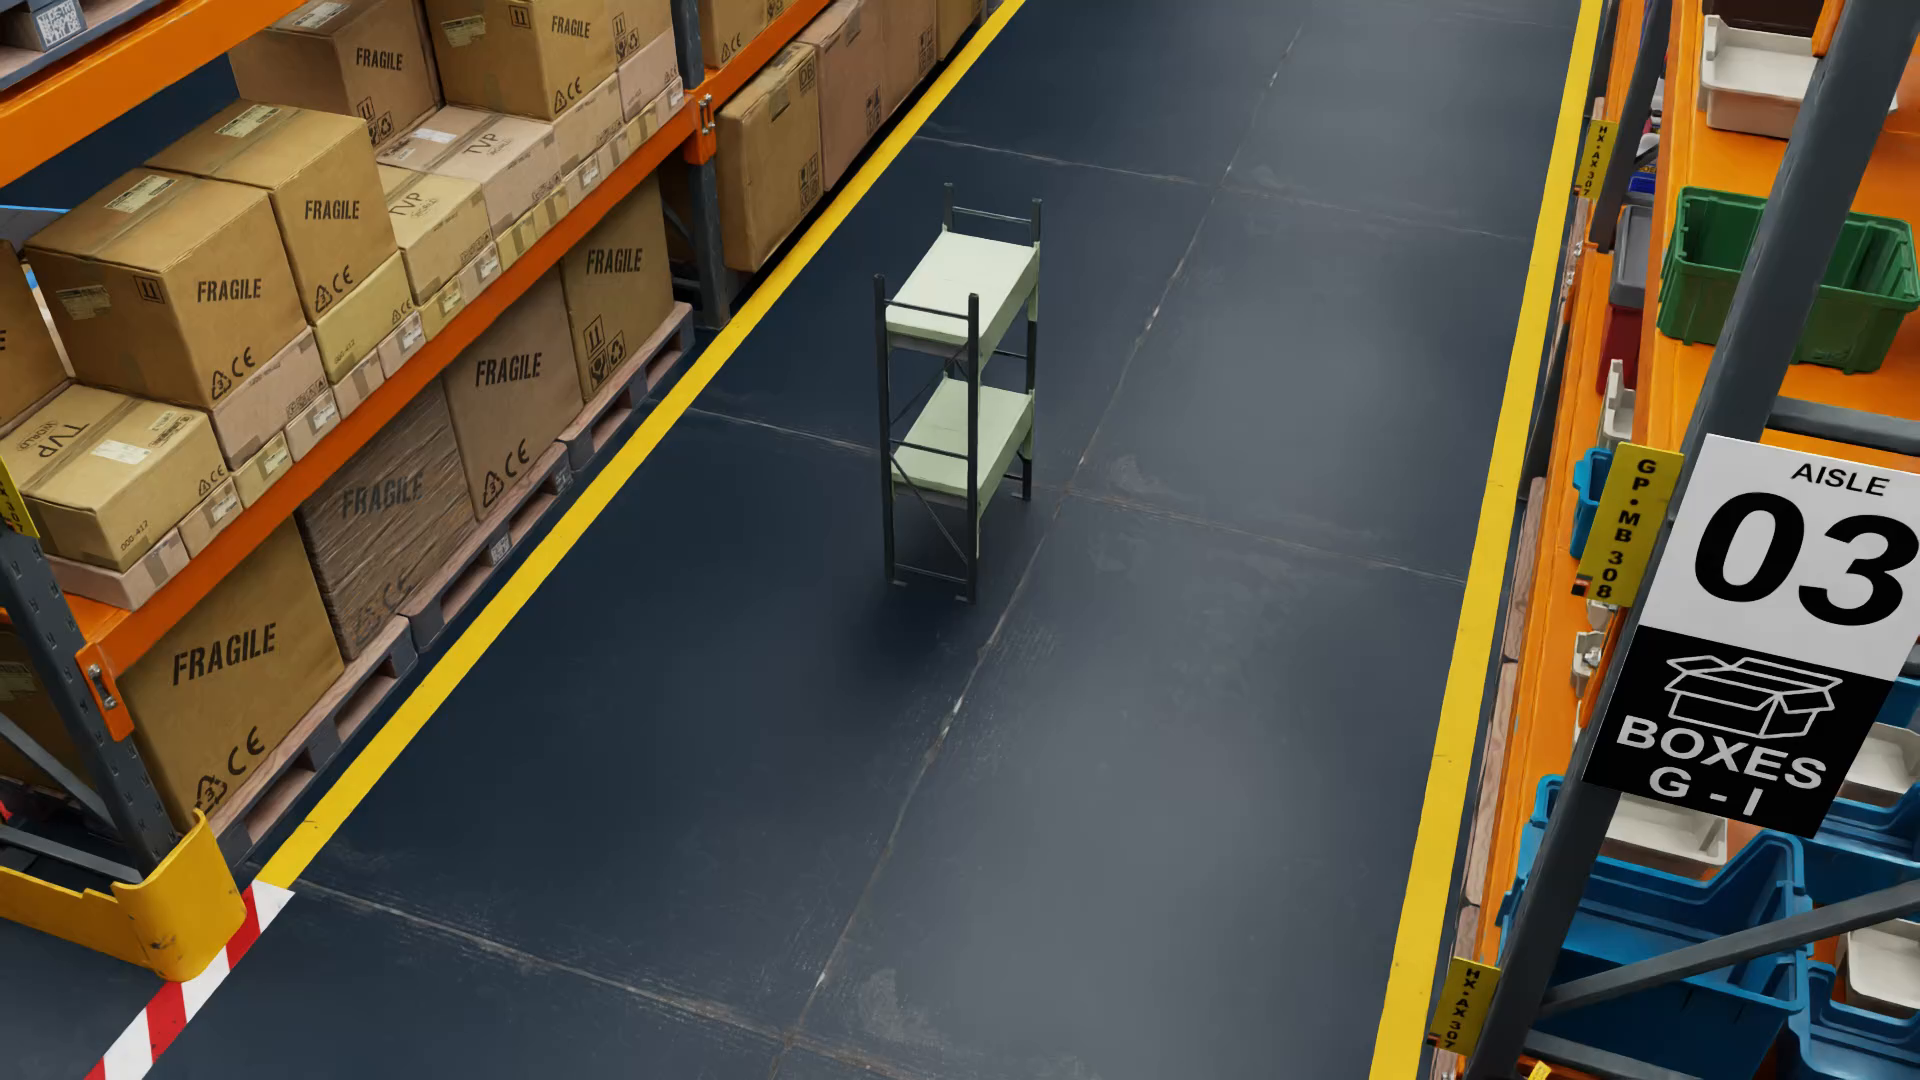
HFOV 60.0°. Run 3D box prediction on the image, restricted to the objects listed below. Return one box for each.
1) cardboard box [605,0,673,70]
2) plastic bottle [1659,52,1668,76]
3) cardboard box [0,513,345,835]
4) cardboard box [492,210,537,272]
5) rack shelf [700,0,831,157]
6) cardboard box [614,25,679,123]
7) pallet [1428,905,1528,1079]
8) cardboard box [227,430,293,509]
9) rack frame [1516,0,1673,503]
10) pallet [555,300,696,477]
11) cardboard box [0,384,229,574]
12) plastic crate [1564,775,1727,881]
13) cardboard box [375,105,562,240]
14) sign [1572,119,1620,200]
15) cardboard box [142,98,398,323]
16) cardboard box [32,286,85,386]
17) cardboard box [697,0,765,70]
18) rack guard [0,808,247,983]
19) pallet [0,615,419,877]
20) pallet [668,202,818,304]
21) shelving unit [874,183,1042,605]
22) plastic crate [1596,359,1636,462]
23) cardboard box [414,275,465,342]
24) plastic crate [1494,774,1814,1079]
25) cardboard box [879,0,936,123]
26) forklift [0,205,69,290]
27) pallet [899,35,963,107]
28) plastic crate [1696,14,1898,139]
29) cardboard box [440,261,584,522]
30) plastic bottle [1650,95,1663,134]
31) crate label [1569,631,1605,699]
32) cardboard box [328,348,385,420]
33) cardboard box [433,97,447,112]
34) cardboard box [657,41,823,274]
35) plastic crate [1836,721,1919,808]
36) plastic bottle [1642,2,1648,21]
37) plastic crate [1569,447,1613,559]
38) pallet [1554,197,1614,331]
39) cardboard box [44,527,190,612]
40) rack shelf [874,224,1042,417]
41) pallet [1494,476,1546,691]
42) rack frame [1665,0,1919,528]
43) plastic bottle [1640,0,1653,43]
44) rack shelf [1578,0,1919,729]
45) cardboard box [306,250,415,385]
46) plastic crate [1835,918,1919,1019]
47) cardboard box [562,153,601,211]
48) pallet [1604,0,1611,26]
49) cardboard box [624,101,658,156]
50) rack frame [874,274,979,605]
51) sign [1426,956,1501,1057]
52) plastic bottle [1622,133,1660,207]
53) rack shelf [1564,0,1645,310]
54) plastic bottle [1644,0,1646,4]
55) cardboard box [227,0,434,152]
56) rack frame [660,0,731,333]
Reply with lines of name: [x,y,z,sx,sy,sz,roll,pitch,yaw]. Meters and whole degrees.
cardboard box: [-1.577,-2.348,6.999,0.500,0.500,0.500,14,43,16]
plastic bottle: [3.054,-1.974,7.291,0.144,0.351,0.185,13,42,15]
cardboard box: [-2.895,0.334,5.861,0.875,0.875,0.875,13,42,15]
cardboard box: [-1.906,-1.208,6.548,0.380,0.149,0.250,13,42,14]
rack shelf: [-0.987,-3.292,9.352,1.077,0.370,4.000,13,42,15]
cardboard box: [-1.575,-2.075,7.257,0.500,0.250,0.500,13,42,14]
pallet: [1.934,1.759,5.025,1.003,0.211,1.213,13,42,15]
cardboard box: [-2.433,-0.267,5.446,0.380,0.149,0.250,12,42,14]
rack frame: [2.984,-1.247,6.400,1.000,3.000,0.127,13,42,15]
pallet: [-2.004,-0.839,8.071,1.003,0.211,1.213,13,42,15]
cardboard box: [-2.621,-0.195,5.054,0.500,0.250,0.500,12,42,14]
plastic crate: [1.725,0.733,4.237,0.396,0.136,0.243,13,42,15]
cardboard box: [-1.924,-1.447,6.522,0.500,0.250,0.500,14,42,16]
sign: [2.467,-1.475,6.455,0.100,0.325,0.005,13,42,15]
cardboard box: [-2.278,-1.103,5.540,0.500,0.500,0.500,12,42,14]
cardboard box: [-2.948,-0.626,5.559,0.500,0.250,0.500,13,42,14]
cardboard box: [-1.278,-2.609,7.920,0.500,0.500,0.500,13,42,15]
rack guard: [-3.047,1.059,5.623,1.175,0.500,0.348,13,42,15]
pallet: [-2.839,0.649,6.326,1.003,0.211,1.213,13,42,15]
pallet: [-1.478,-1.773,9.165,1.003,0.211,1.213,13,42,15]
shelving unit: [0.002,-0.575,6.768,0.431,1.500,0.755,13,42,15]
plastic crate: [2.288,-0.334,5.376,0.437,0.282,0.530,13,42,15]
cardboard box: [-2.082,-0.893,6.179,0.380,0.149,0.250,12,42,14]
plastic crate: [1.555,0.911,3.798,0.616,0.435,0.499,13,42,15]
cardboard box: [-0.870,-3.179,9.979,1.225,0.875,0.875,13,42,15]
forklift: [-5.298,-1.553,6.812,3.031,2.935,1.130,5,41,6]
pallet: [-0.643,-3.261,10.909,1.003,0.211,1.213,13,42,15]
plastic crate: [2.089,-1.163,4.195,0.437,0.136,0.530,13,42,15]
cardboard box: [-2.279,-0.764,7.148,0.875,0.875,0.875,13,42,15]
plastic bottle: [2.940,-1.735,7.068,0.152,0.276,0.135,13,42,15]
crate label: [1.910,0.384,4.646,0.396,0.136,0.243,13,42,15]
cardboard box: [-2.257,-0.581,5.814,0.380,0.149,0.250,13,42,14]
cardboard box: [-2.252,-1.872,7.019,0.500,0.250,0.500,13,42,15]
cardboard box: [-1.471,-2.092,8.705,1.225,0.875,0.875,13,42,15]
plastic crate: [2.429,0.602,4.391,0.250,0.136,0.298,13,42,15]
plastic bottle: [3.440,-2.676,8.175,0.097,0.271,0.097,0,40,0]
plastic crate: [2.077,-0.076,5.111,0.416,0.233,0.300,13,42,15]
pallet: [3.702,-1.394,8.721,1.003,0.211,1.213,13,42,15]
cardboard box: [-2.607,0.046,5.079,0.380,0.149,0.250,14,42,16]
rack shelf: [0.002,-0.872,6.515,0.431,0.370,0.720,13,42,15]
pallet: [2.769,0.271,6.770,1.003,0.211,1.213,13,42,15]
rack frame: [1.616,-1.089,1.594,1.000,3.000,0.127,13,42,15]
plastic bottle: [3.367,-2.533,7.946,0.144,0.351,0.185,13,42,15]
rack shelf: [2.300,-0.894,4.231,1.077,0.370,4.000,13,42,15]
cardboard box: [-2.274,-0.820,5.786,0.500,0.250,0.500,12,42,14]
plastic crate: [2.197,1.015,3.906,0.250,0.136,0.298,13,42,15]
cardboard box: [-1.731,-1.521,6.916,0.380,0.149,0.250,14,42,16]
pallet: [5.072,-3.831,11.578,1.003,0.211,1.213,13,42,15]
cardboard box: [-1.555,-1.835,7.283,0.380,0.149,0.250,14,42,16]
rack frame: [-0.123,-0.351,6.506,0.400,1.500,0.023,13,42,15]
sign: [1.093,1.019,3.619,0.100,0.325,0.005,13,42,15]
plastic bottle: [2.815,-1.512,6.806,0.152,0.276,0.135,13,42,15]
rack shelf: [3.668,-2.193,8.064,1.077,0.370,4.000,13,42,15]
plastic bottle: [3.518,-2.817,8.340,0.097,0.271,0.097,0,40,0]
cardboard box: [-2.424,-1.835,6.398,0.500,0.500,0.500,12,42,14]
rack frame: [-1.671,-2.346,7.689,1.000,3.000,0.127,13,42,15]
